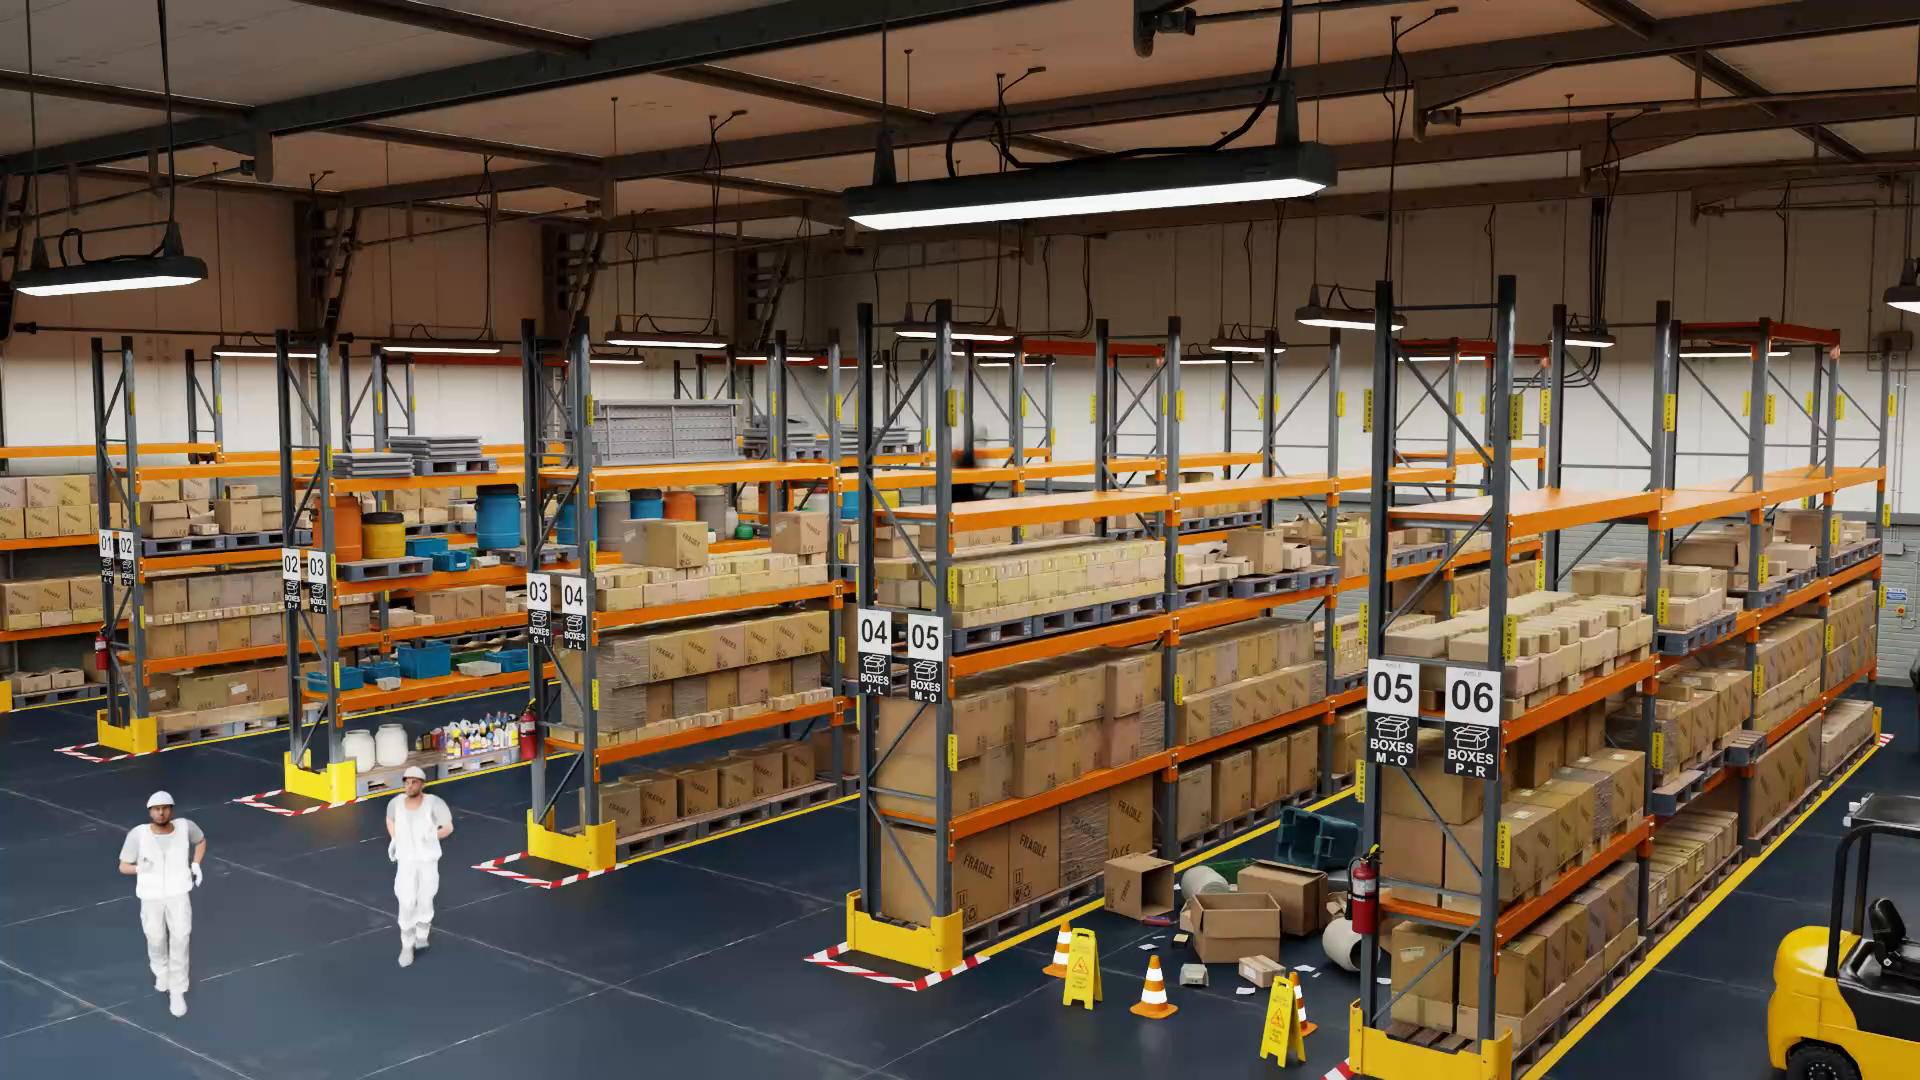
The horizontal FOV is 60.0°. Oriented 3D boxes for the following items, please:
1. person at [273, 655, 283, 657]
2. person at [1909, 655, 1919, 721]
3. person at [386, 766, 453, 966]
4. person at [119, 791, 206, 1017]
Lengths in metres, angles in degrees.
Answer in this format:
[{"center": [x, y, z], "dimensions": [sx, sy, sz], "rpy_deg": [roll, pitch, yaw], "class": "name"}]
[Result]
[{"center": [-11.503, 1.832, 28.251], "dimensions": [0.688, 1.814, 0.754], "rpy_deg": [4, 6, 37], "class": "person"}, {"center": [13.993, 2.236, 23.906], "dimensions": [0.658, 1.706, 0.920], "rpy_deg": [2, 5, 25], "class": "person"}, {"center": [-4.948, 2.969, 15.201], "dimensions": [0.610, 1.832, 0.742], "rpy_deg": [-1, 5, -12], "class": "person"}, {"center": [-6.743, 3.031, 14.095], "dimensions": [0.664, 1.823, 0.824], "rpy_deg": [-2, 5, -24], "class": "person"}]
